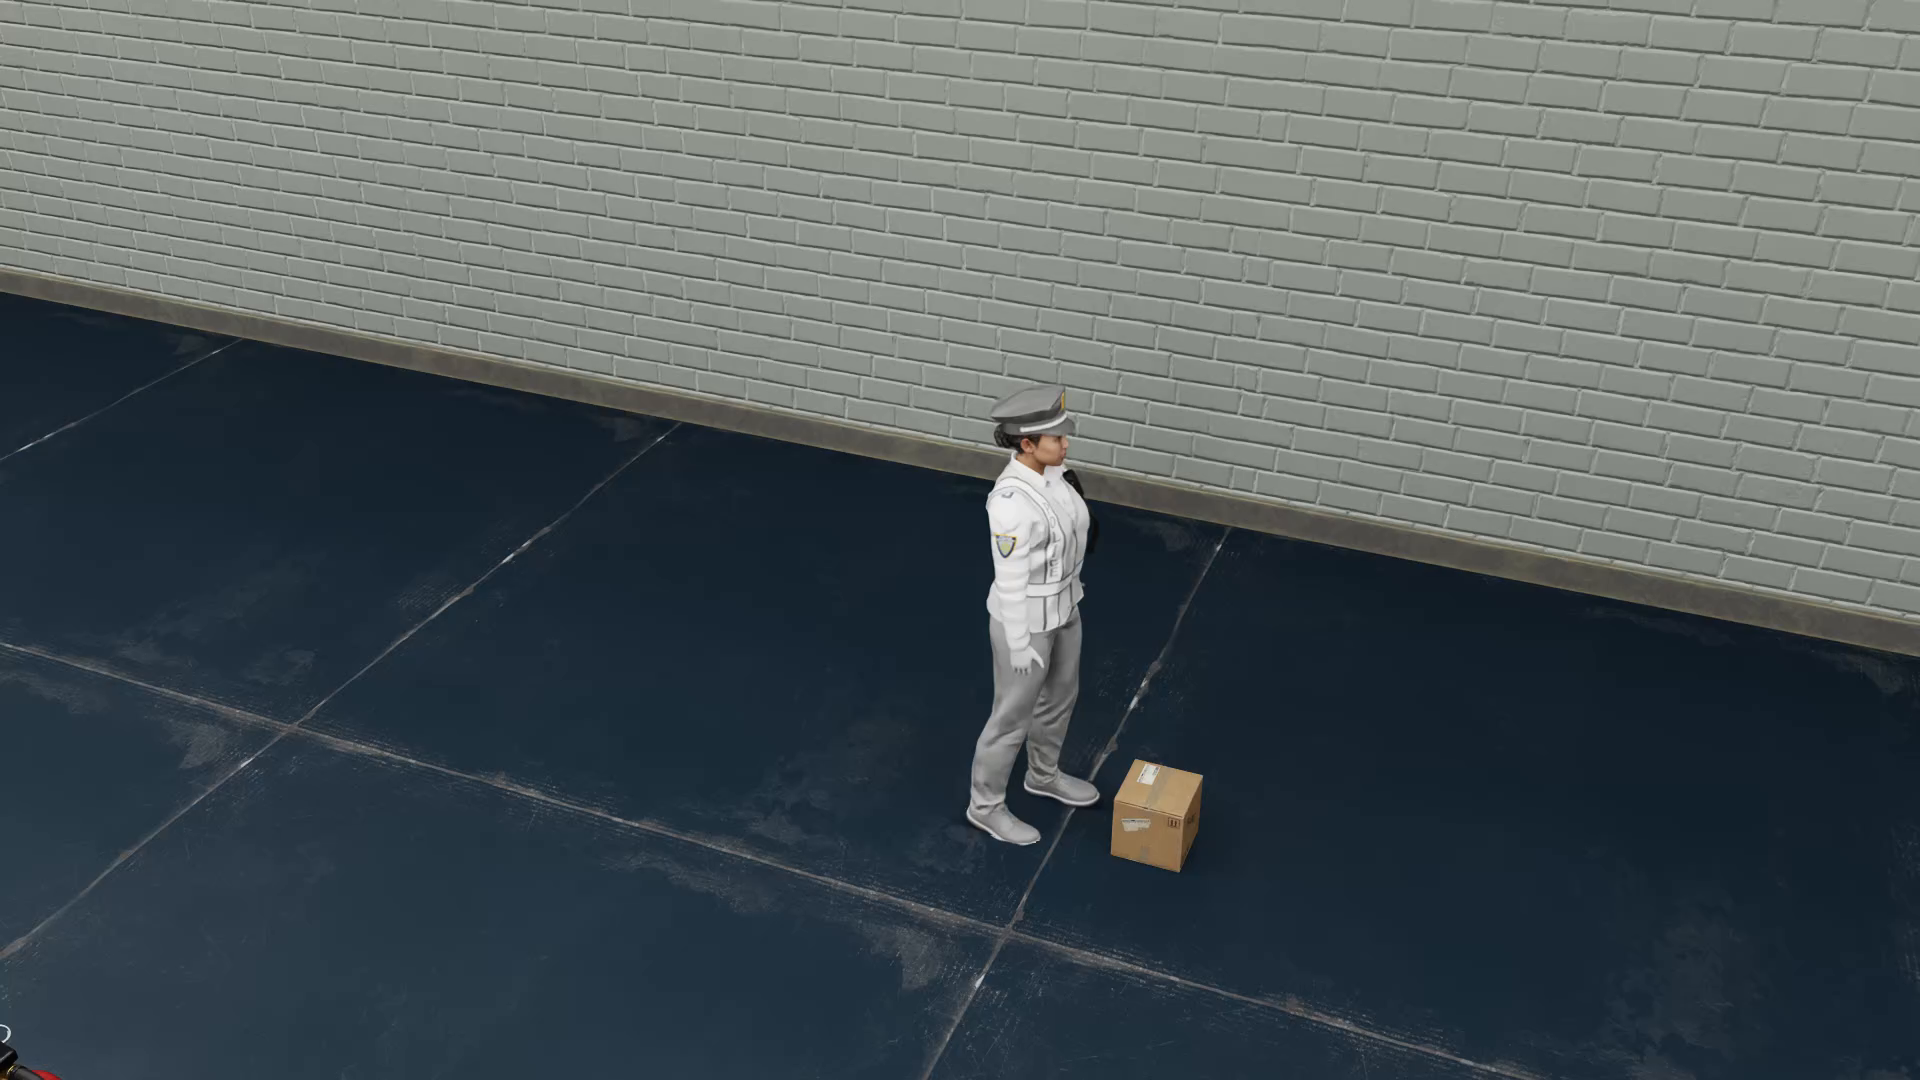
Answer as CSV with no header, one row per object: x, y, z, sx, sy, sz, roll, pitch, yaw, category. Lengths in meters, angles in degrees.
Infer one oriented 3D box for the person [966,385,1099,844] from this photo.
0.274,0.265,5.670,0.409,1.707,0.472,12,32,20,person
